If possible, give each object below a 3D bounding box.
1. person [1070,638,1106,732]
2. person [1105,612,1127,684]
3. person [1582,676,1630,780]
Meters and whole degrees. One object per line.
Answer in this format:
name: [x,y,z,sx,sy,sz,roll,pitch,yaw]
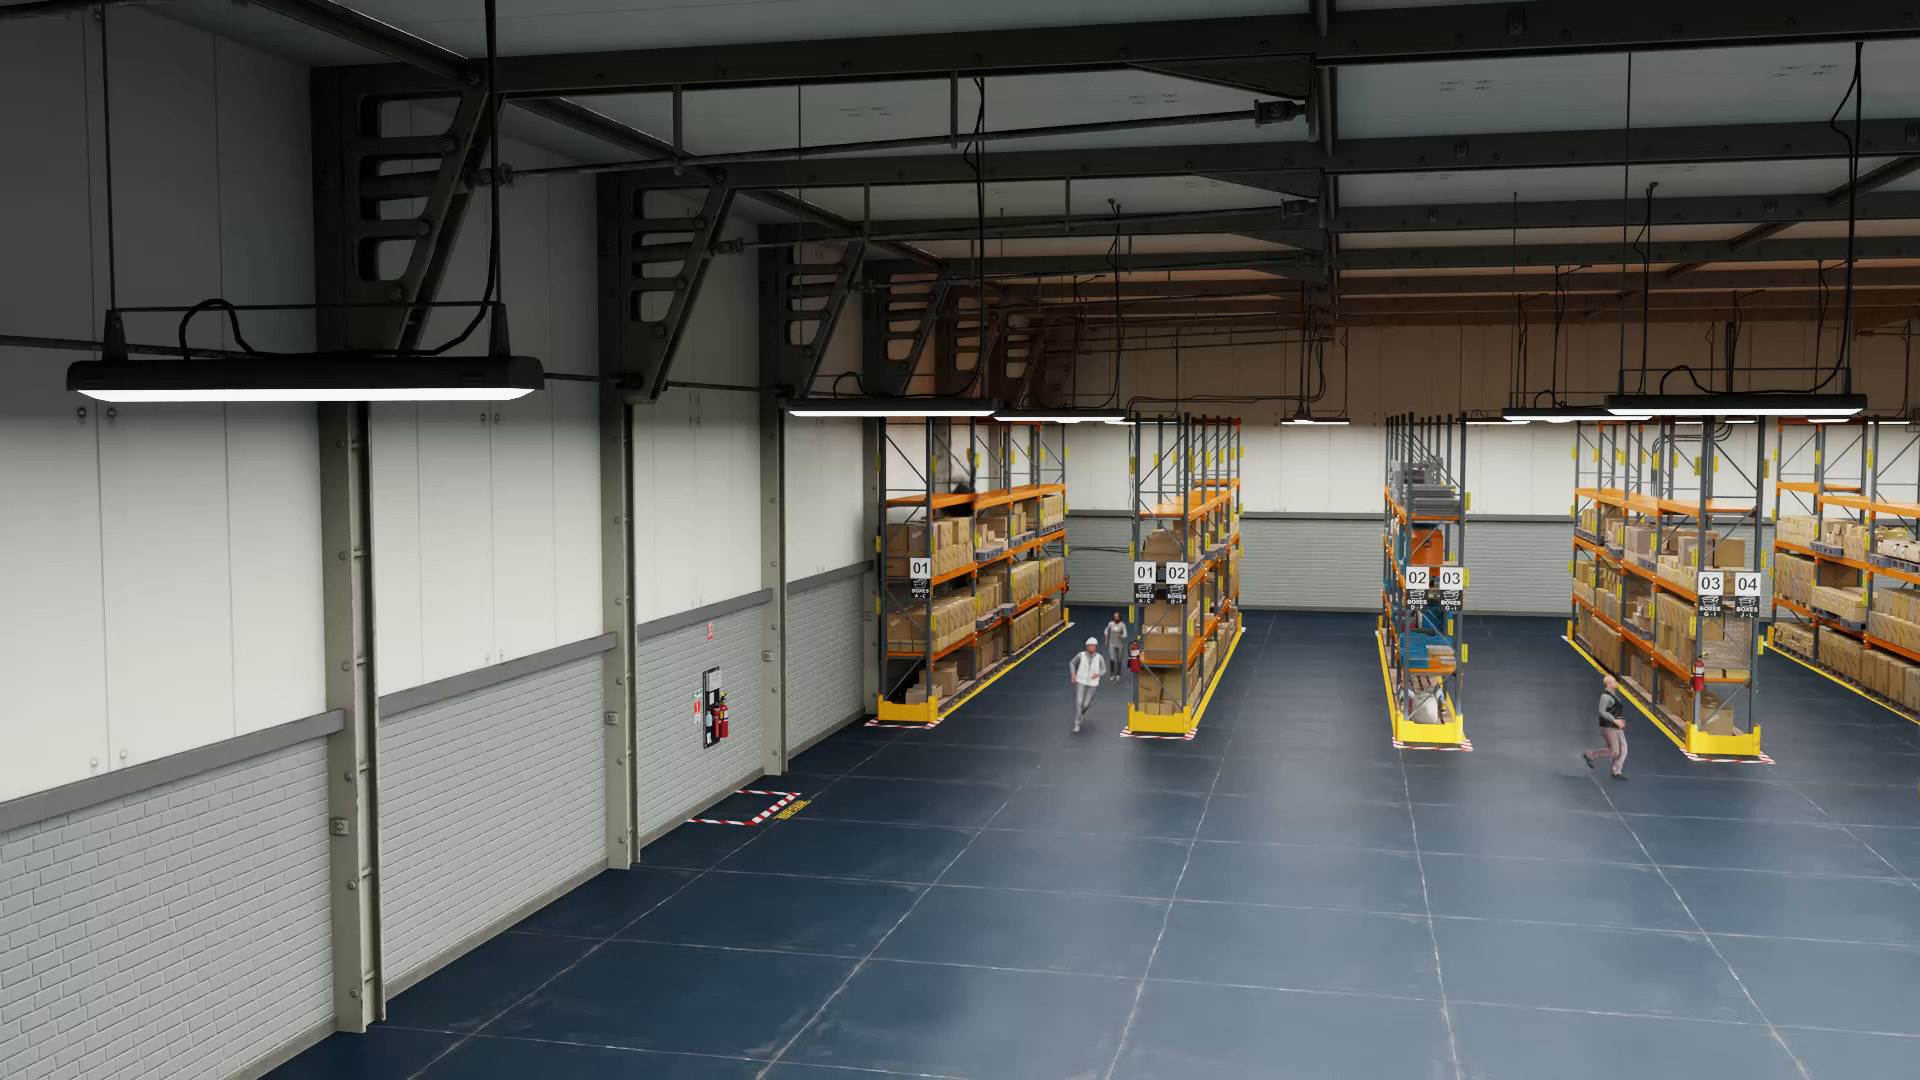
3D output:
person: [2.436,2.731,31.652,0.694,1.751,0.844,0,4,-1]
person: [3.488,2.407,37.199,0.503,1.617,0.682,0,4,6]
person: [10.568,3.054,27.111,0.733,1.692,0.661,3,5,34]
